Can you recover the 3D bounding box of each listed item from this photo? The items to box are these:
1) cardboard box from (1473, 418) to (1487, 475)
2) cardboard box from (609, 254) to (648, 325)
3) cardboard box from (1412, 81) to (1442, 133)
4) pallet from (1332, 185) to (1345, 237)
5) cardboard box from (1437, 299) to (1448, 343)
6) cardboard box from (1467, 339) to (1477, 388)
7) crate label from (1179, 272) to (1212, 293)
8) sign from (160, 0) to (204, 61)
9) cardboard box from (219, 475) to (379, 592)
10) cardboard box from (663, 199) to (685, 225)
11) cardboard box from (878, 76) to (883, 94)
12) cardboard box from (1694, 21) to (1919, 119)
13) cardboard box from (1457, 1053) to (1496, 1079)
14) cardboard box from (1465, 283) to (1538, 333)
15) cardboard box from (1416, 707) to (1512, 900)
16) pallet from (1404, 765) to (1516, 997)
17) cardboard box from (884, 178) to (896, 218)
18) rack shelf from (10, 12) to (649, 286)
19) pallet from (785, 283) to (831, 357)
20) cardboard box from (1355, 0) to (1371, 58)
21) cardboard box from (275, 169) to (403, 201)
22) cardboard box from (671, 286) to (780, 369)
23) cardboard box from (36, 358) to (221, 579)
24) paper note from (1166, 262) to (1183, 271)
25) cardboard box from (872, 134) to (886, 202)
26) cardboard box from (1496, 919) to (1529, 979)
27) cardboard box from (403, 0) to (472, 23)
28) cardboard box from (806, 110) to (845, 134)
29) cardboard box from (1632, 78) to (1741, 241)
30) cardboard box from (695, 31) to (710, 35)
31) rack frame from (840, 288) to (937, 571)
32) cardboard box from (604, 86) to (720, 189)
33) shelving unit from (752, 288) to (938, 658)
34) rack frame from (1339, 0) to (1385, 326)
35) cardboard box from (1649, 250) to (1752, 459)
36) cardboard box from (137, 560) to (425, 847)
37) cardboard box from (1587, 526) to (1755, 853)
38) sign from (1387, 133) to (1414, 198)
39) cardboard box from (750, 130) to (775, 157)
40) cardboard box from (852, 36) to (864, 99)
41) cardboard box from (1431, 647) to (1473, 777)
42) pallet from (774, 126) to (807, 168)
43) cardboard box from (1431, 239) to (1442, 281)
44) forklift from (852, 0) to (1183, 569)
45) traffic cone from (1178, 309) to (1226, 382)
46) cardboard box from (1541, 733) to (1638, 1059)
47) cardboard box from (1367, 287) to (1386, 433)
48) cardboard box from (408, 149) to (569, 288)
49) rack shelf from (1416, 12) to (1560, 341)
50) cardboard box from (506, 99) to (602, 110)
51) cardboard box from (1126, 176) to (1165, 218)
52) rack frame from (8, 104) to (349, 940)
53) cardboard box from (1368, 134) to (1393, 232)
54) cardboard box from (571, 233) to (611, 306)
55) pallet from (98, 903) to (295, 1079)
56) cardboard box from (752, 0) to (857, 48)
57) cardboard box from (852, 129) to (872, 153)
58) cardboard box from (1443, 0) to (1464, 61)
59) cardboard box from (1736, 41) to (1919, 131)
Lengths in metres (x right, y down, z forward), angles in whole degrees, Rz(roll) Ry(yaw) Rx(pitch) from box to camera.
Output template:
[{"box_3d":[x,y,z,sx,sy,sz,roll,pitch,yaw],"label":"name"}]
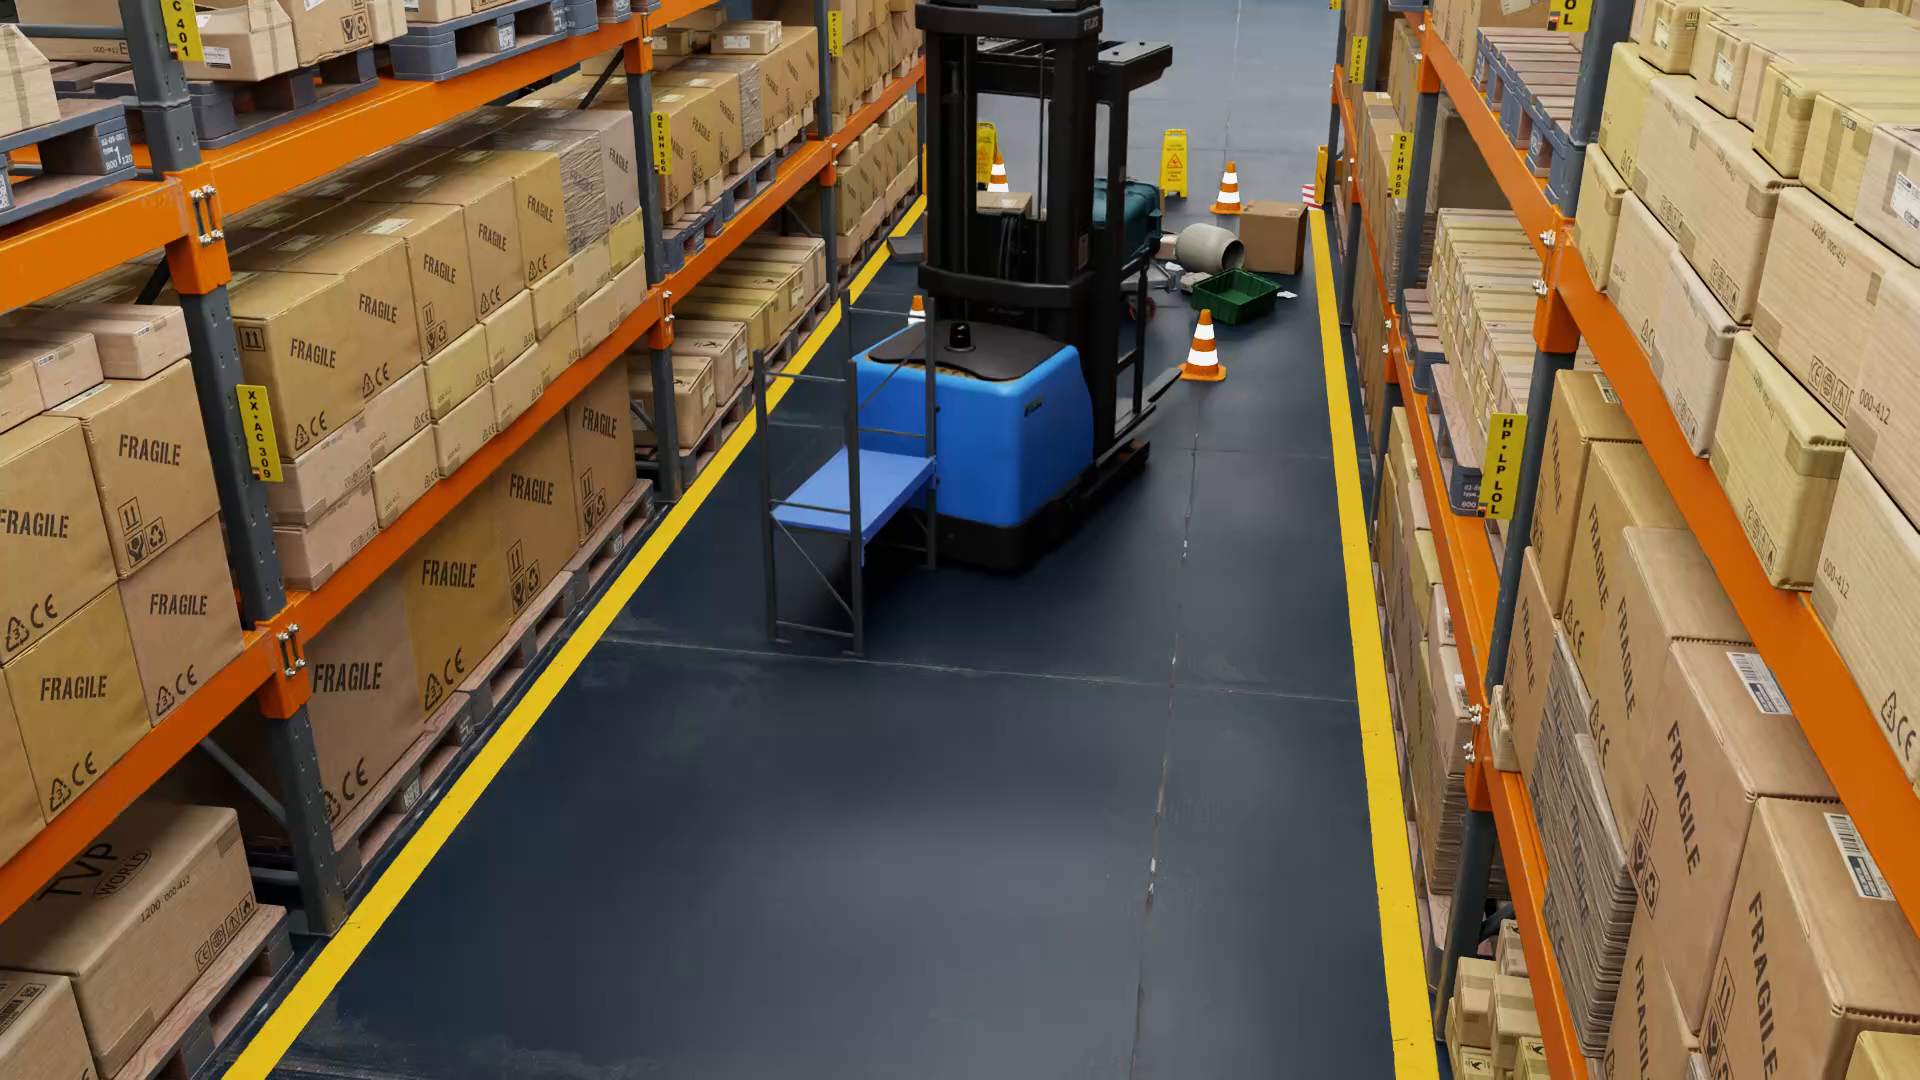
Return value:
[{"box_3d":[2.146,-0.339,6.238,0.380,0.149,0.250,3,25,6],"label":"cardboard box"},{"box_3d":[-1.962,-1.325,8.719,0.500,0.250,0.500,3,25,7],"label":"cardboard box"},{"box_3d":[3.011,-2.433,9.613,0.700,0.500,0.500,4,25,8],"label":"cardboard box"},{"box_3d":[4.018,-3.065,15.549,1.003,0.211,1.213,4,25,9],"label":"pallet"},{"box_3d":[2.405,-1.000,7.649,0.380,0.149,0.250,5,26,11],"label":"cardboard box"},{"box_3d":[2.238,-0.693,6.642,0.380,0.149,0.250,5,26,10],"label":"cardboard box"},{"box_3d":[1.947,-2.089,13.551,0.298,0.136,0.250,-14,29,-27],"label":"crate label"},{"box_3d":[-2.241,-1.540,4.761,0.100,0.325,0.005,4,25,9],"label":"sign"},{"box_3d":[-2.457,-0.047,5.990,0.500,0.250,0.500,3,25,7],"label":"cardboard box"},{"box_3d":[-1.820,-1.938,9.653,0.380,0.149,0.250,2,25,5],"label":"cardboard box"},{"box_3d":[-0.882,-3.933,14.410,0.380,0.149,0.250,4,25,8],"label":"cardboard box"},{"box_3d":[1.674,-0.916,3.246,0.380,0.149,0.250,3,25,7],"label":"cardboard box"},{"box_3d":[1.691,1.693,4.961,0.380,0.149,0.250,5,26,10],"label":"cardboard box"},{"box_3d":[2.285,-0.938,6.815,0.380,0.149,0.250,5,26,10],"label":"cardboard box"},{"box_3d":[1.983,0.966,6.101,0.500,0.500,0.500,4,25,8],"label":"cardboard box"},{"box_3d":[2.237,1.288,6.248,1.003,0.211,1.213,4,25,9],"label":"pallet"},{"box_3d":[-0.867,-3.121,15.128,0.500,0.250,0.500,3,25,7],"label":"cardboard box"},{"box_3d":[-2.462,-1.819,6.908,1.077,0.370,4.000,4,25,9],"label":"rack shelf"},{"box_3d":[-1.608,-1.707,12.647,1.003,0.211,1.213,4,25,9],"label":"pallet"},{"box_3d":[3.488,-3.942,12.682,0.875,0.550,0.550,4,25,9],"label":"cardboard box"},{"box_3d":[-2.715,-1.297,7.185,0.500,0.500,0.500,4,25,9],"label":"cardboard box"},{"box_3d":[-1.791,-1.484,11.487,0.950,0.372,0.625,5,26,10],"label":"cardboard box"},{"box_3d":[-2.594,-0.231,4.908,0.500,0.500,0.500,4,25,8],"label":"cardboard box"},{"box_3d":[1.835,-2.341,14.225,0.172,0.023,0.155,13,28,26],"label":"paper note"},{"box_3d":[-0.957,-3.249,14.517,0.500,0.500,0.500,5,26,11],"label":"cardboard box"},{"box_3d":[1.850,1.312,5.074,0.380,0.149,0.250,5,26,11],"label":"cardboard box"},{"box_3d":[-2.145,-2.177,6.488,0.396,0.266,0.258,6,26,13],"label":"cardboard box"},{"box_3d":[-1.114,-3.291,13.039,0.380,0.149,0.250,4,25,8],"label":"cardboard box"},{"box_3d":[1.709,-0.773,3.412,0.500,0.250,0.500,4,25,8],"label":"cardboard box"},{"box_3d":[-1.841,-3.489,12.202,0.500,0.500,0.500,5,25,10],"label":"cardboard box"},{"box_3d":[-0.365,-0.557,8.671,0.500,1.500,0.032,8,26,17],"label":"rack frame"},{"box_3d":[-1.755,-2.383,9.839,0.500,0.500,0.500,5,26,11],"label":"cardboard box"},{"box_3d":[-0.533,-0.354,8.236,0.538,1.500,1.048,8,26,17],"label":"shelving unit"},{"box_3d":[3.418,-2.995,12.110,1.000,3.000,0.127,4,25,9],"label":"rack frame"},{"box_3d":[1.597,-0.338,3.071,0.500,0.250,0.500,5,26,11],"label":"cardboard box"},{"box_3d":[-2.767,0.558,6.531,0.875,0.875,0.875,5,26,10],"label":"cardboard box"},{"box_3d":[1.614,0.317,3.387,0.500,0.500,0.500,4,25,9],"label":"cardboard box"},{"box_3d":[2.216,-1.883,8.369,0.100,0.325,0.005,4,25,9],"label":"sign"},{"box_3d":[-1.475,-2.712,11.306,0.380,0.149,0.250,4,25,8],"label":"cardboard box"},{"box_3d":[-1.076,-3.852,13.472,0.500,0.500,0.500,4,25,8],"label":"cardboard box"},{"box_3d":[1.983,0.624,5.946,0.500,0.250,0.500,3,25,7],"label":"cardboard box"},{"box_3d":[-1.750,-2.899,12.131,1.003,0.211,1.213,4,25,9],"label":"pallet"},{"box_3d":[2.487,-1.345,8.035,0.380,0.149,0.250,5,26,11],"label":"cardboard box"},{"box_3d":[0.509,-1.767,9.569,1.130,2.935,3.031,12,28,24],"label":"forklift"},{"box_3d":[1.709,-1.389,11.673,0.336,0.463,0.334,4,25,9],"label":"traffic cone"},{"box_3d":[1.590,0.776,3.584,0.500,0.500,0.500,3,25,7],"label":"cardboard box"},{"box_3d":[3.092,-1.107,10.236,1.050,0.750,0.750,4,25,9],"label":"cardboard box"},{"box_3d":[-2.125,-1.464,7.542,0.500,0.500,0.500,4,25,9],"label":"cardboard box"},{"box_3d":[2.438,-1.518,6.265,1.077,0.370,4.000,4,25,9],"label":"rack shelf"},{"box_3d":[-2.336,-2.202,9.452,0.500,0.500,0.500,3,25,7],"label":"cardboard box"},{"box_3d":[1.383,-2.928,14.911,0.797,0.503,0.637,-14,29,-27],"label":"cardboard box"},{"box_3d":[-2.789,0.050,5.604,1.000,3.000,0.127,4,25,9],"label":"rack frame"},{"box_3d":[2.817,-2.206,10.307,0.500,0.500,0.500,4,25,9],"label":"cardboard box"},{"box_3d":[-2.044,-1.346,8.175,0.500,0.250,0.500,3,25,7],"label":"cardboard box"},{"box_3d":[-2.991,1.626,5.527,1.003,0.211,1.213,4,25,9],"label":"pallet"},{"box_3d":[-1.196,-4.097,12.817,0.700,0.500,0.500,4,25,8],"label":"cardboard box"},{"box_3d":[-0.957,-3.365,13.999,0.380,0.149,0.250,5,26,11],"label":"cardboard box"},{"box_3d":[2.334,-2.296,6.960,0.500,0.500,0.500,4,25,9],"label":"cardboard box"},{"box_3d":[1.652,-0.806,3.012,0.380,0.149,0.250,3,25,7],"label":"cardboard box"}]
